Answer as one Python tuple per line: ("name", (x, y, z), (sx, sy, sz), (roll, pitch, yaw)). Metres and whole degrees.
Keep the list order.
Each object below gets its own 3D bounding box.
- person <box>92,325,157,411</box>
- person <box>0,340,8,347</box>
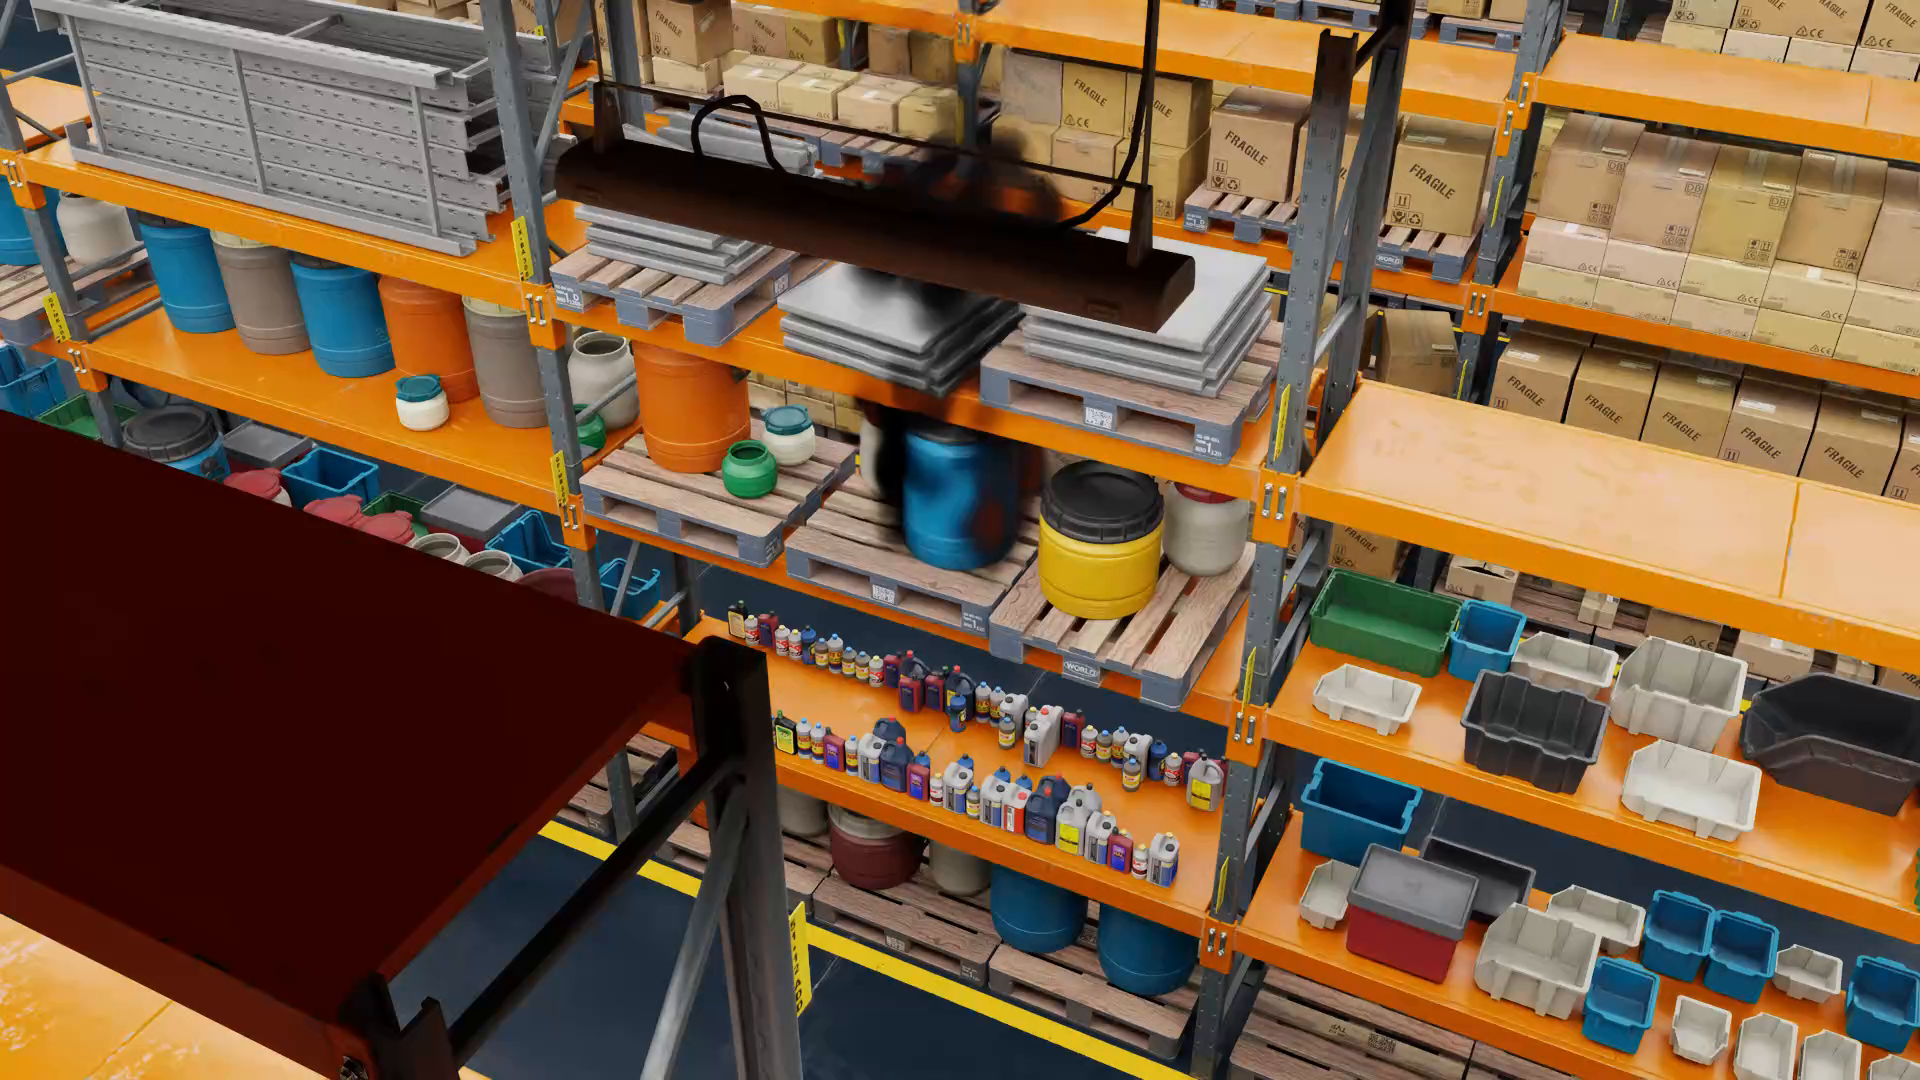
("person", (-7.486, -1.549, 14.708), (0.706, 1.662, 0.559), (10, 36, 14))
("person", (-8.671, -1.659, 14.784), (0.896, 1.669, 0.638), (8, 36, 11))
